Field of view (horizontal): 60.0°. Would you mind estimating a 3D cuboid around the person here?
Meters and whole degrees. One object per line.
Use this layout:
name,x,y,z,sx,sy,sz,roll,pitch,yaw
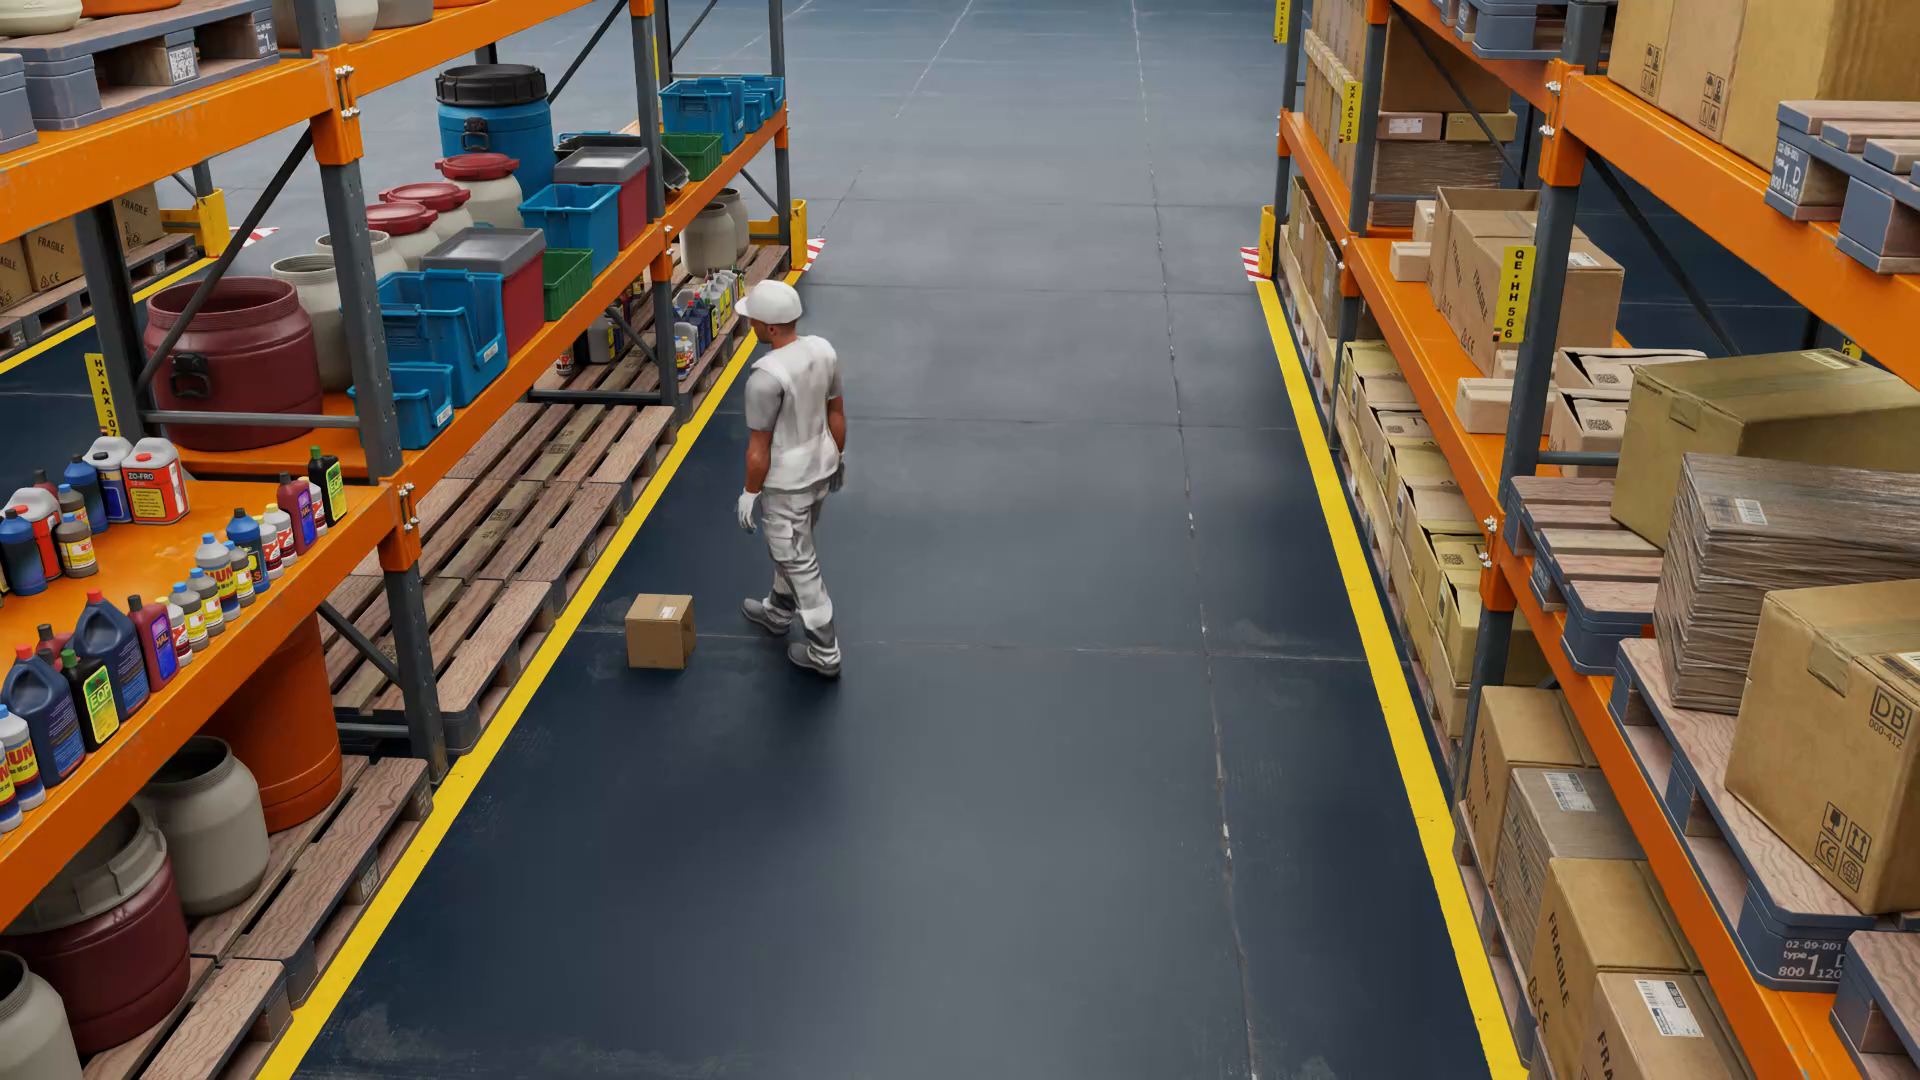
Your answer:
person,-0.822,-0.293,7.195,0.718,1.774,0.597,15,28,30
